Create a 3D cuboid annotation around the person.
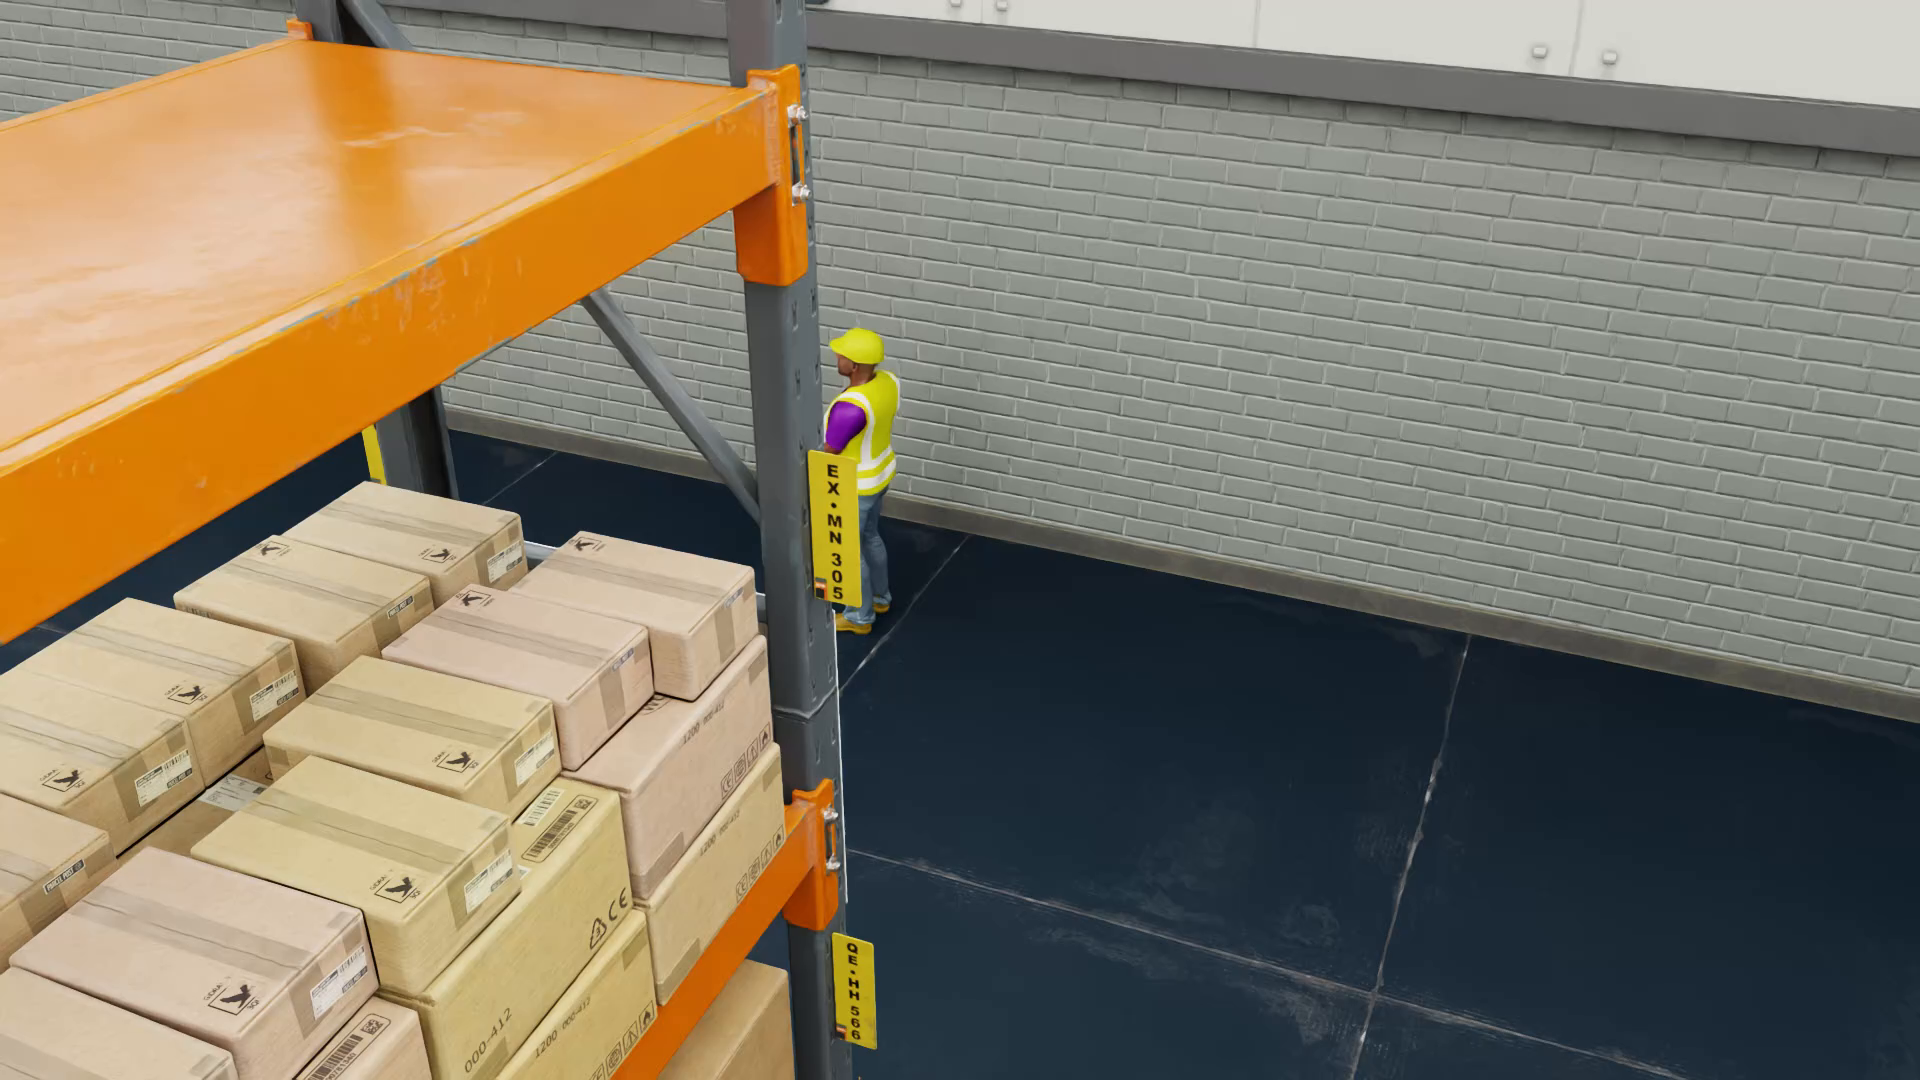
[{"bbox_3d":[-0.635,-0.338,8.973,0.573,1.767,0.521,11,31,19],"label":"person"}]
